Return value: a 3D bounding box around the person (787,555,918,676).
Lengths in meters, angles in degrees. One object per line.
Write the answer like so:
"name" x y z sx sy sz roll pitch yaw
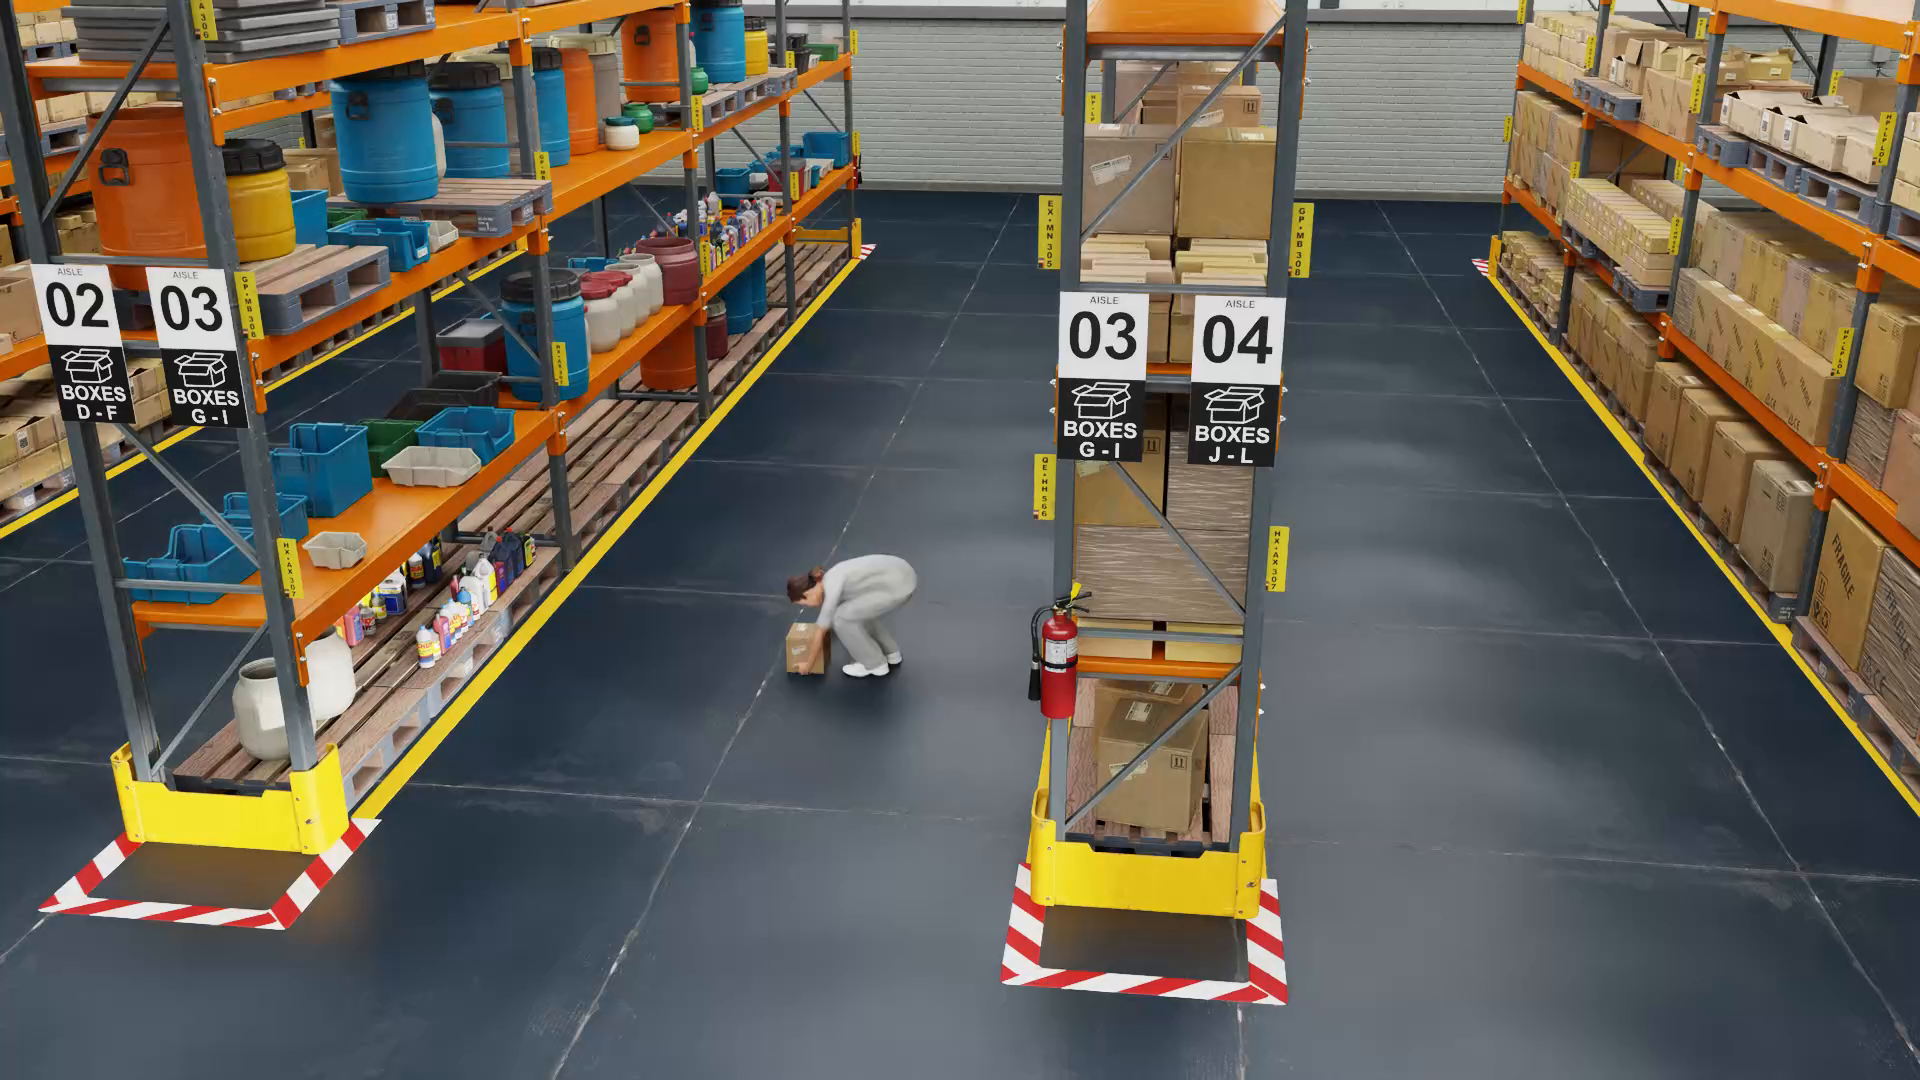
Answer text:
"person" -0.711 0.497 11.058 0.863 0.808 0.461 2 21 4
